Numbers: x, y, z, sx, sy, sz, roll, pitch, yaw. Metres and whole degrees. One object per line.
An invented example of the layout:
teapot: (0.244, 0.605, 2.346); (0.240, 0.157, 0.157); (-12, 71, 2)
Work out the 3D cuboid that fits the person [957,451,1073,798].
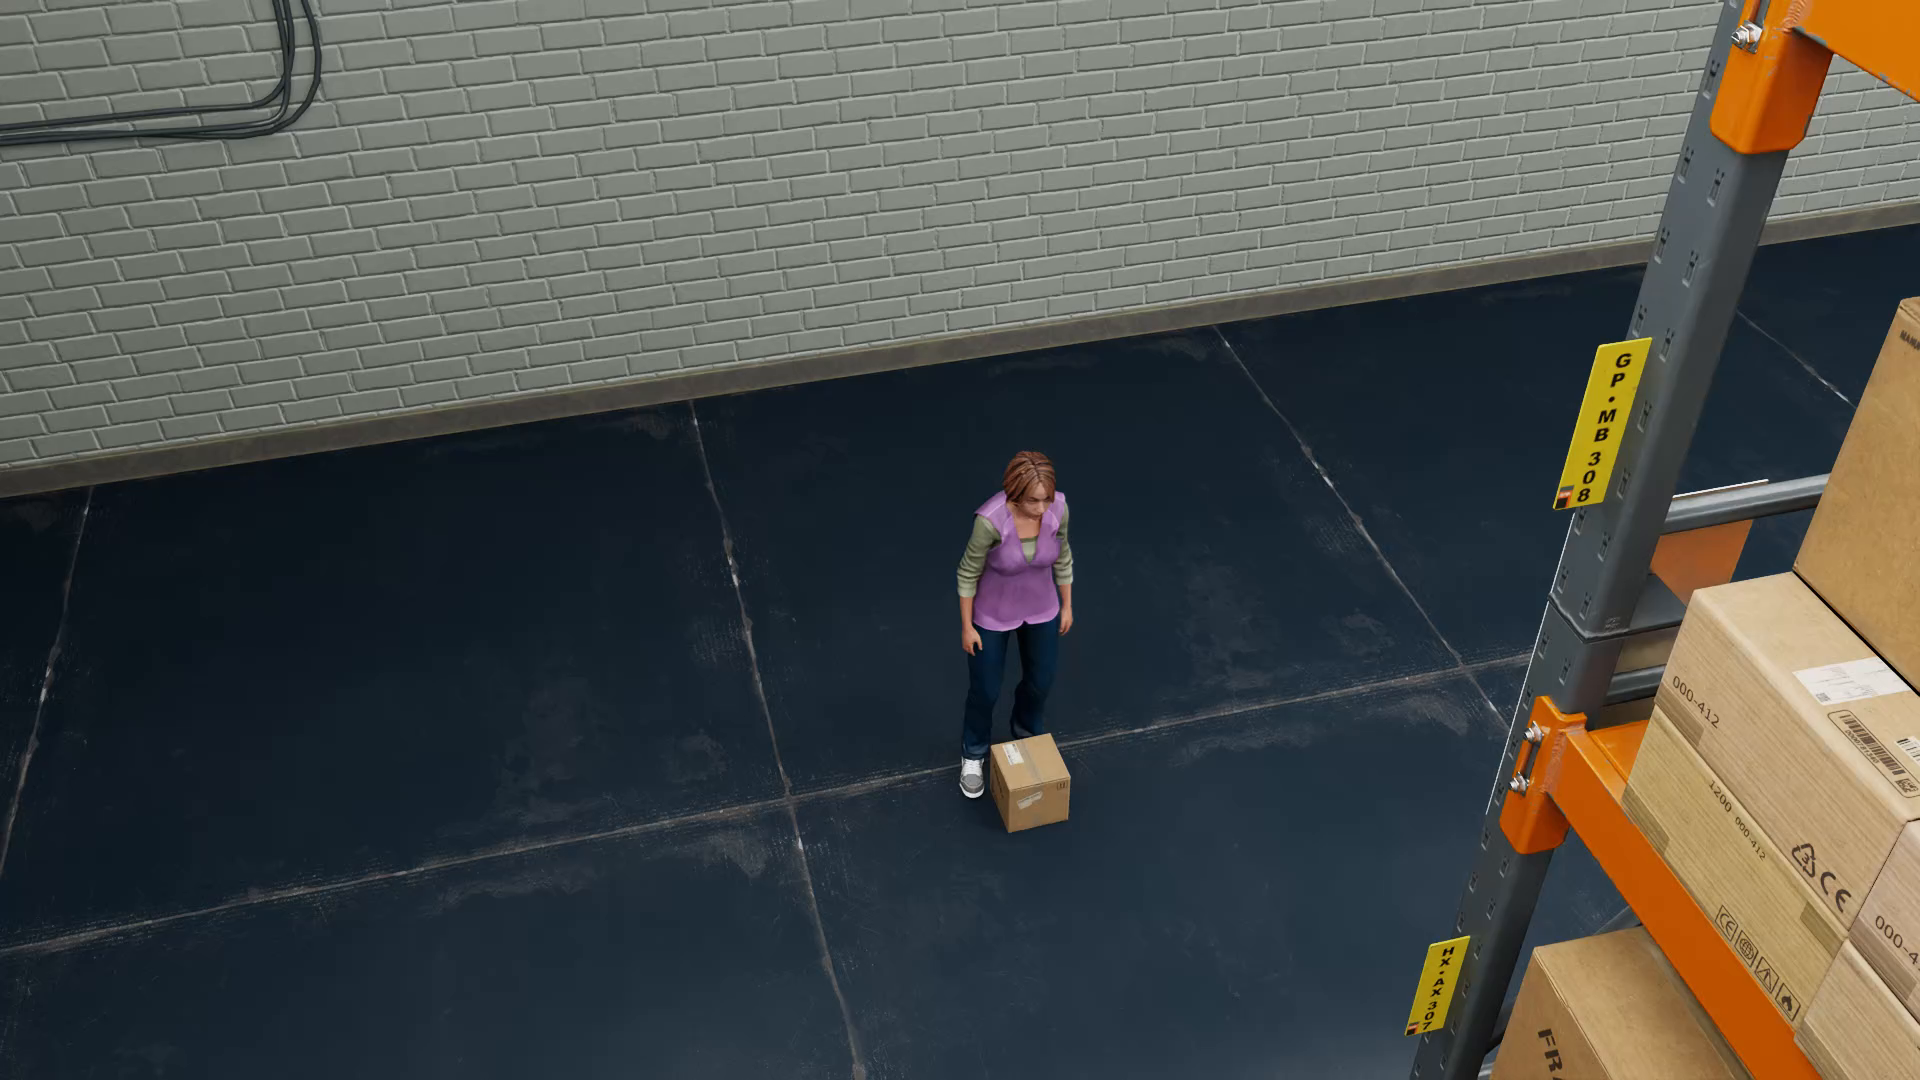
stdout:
person: (0.207, 0.297, 6.352); (0.482, 1.591, 0.347); (-12, 40, -14)
